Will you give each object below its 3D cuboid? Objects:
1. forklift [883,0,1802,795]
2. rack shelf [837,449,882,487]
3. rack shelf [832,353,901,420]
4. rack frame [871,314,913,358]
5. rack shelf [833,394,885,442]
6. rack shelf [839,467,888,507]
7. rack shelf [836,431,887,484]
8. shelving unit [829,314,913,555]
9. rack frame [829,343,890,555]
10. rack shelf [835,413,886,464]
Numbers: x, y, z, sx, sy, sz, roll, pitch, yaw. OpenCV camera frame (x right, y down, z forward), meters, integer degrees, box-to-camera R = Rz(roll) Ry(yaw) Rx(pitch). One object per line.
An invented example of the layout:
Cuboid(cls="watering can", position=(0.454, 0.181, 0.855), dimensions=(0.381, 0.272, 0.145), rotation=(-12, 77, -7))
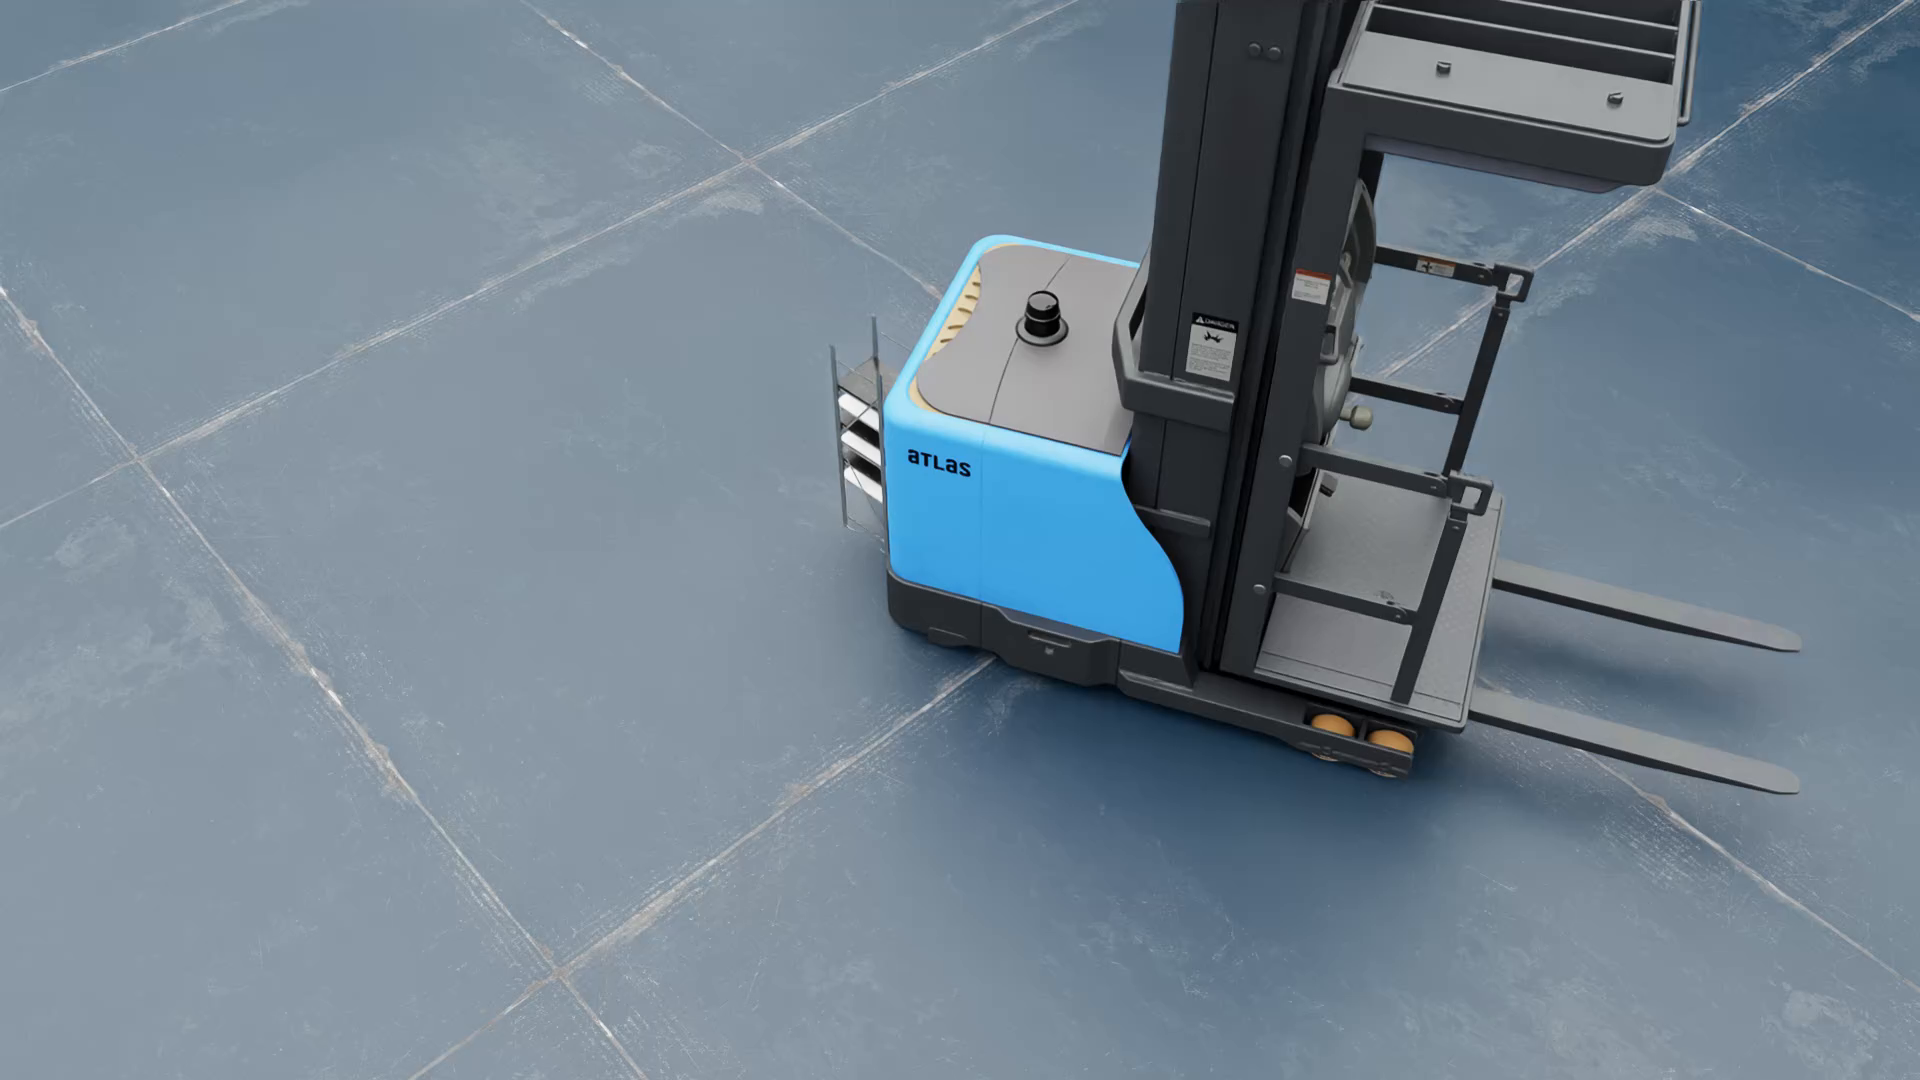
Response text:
Cuboid(cls="forklift", position=(1.317, -0.651, 4.856), dimensions=(3.031, 2.935, 1.130), rotation=(15, 49, 13))
Cuboid(cls="rack shelf", position=(-0.284, -0.276, 6.060), dimensions=(0.258, 0.077, 0.200), rotation=(33, 56, 27))
Cuboid(cls="rack shelf", position=(-0.284, -0.520, 5.796), dimensions=(0.258, 0.077, 0.200), rotation=(33, 56, 27))
Cuboid(cls="rack frame", position=(-0.216, -0.415, 6.021), dimensions=(0.240, 0.900, 0.006), rotation=(33, 56, 27))
Cuboid(cls="rack shelf", position=(-0.284, -0.459, 5.862), dimensions=(0.258, 0.077, 0.200), rotation=(33, 56, 27))
Cuboid(cls="rack shelf", position=(-0.284, -0.215, 6.126), dimensions=(0.258, 0.077, 0.200), rotation=(33, 56, 27))
Cuboid(cls="rack shelf", position=(-0.284, -0.337, 5.994), dimensions=(0.258, 0.077, 0.200), rotation=(33, 56, 27))
Cuboid(cls="shelving unit", position=(-0.284, -0.360, 5.970), dimensions=(0.258, 0.900, 0.210), rotation=(33, 56, 27))
Cuboid(cls="rack frame", position=(-0.352, -0.304, 5.918), dimensions=(0.240, 0.900, 0.006), rotation=(33, 56, 27))
Cuboid(cls="rack shelf", position=(-0.284, -0.398, 5.928), dimensions=(0.258, 0.077, 0.200), rotation=(33, 56, 27))
